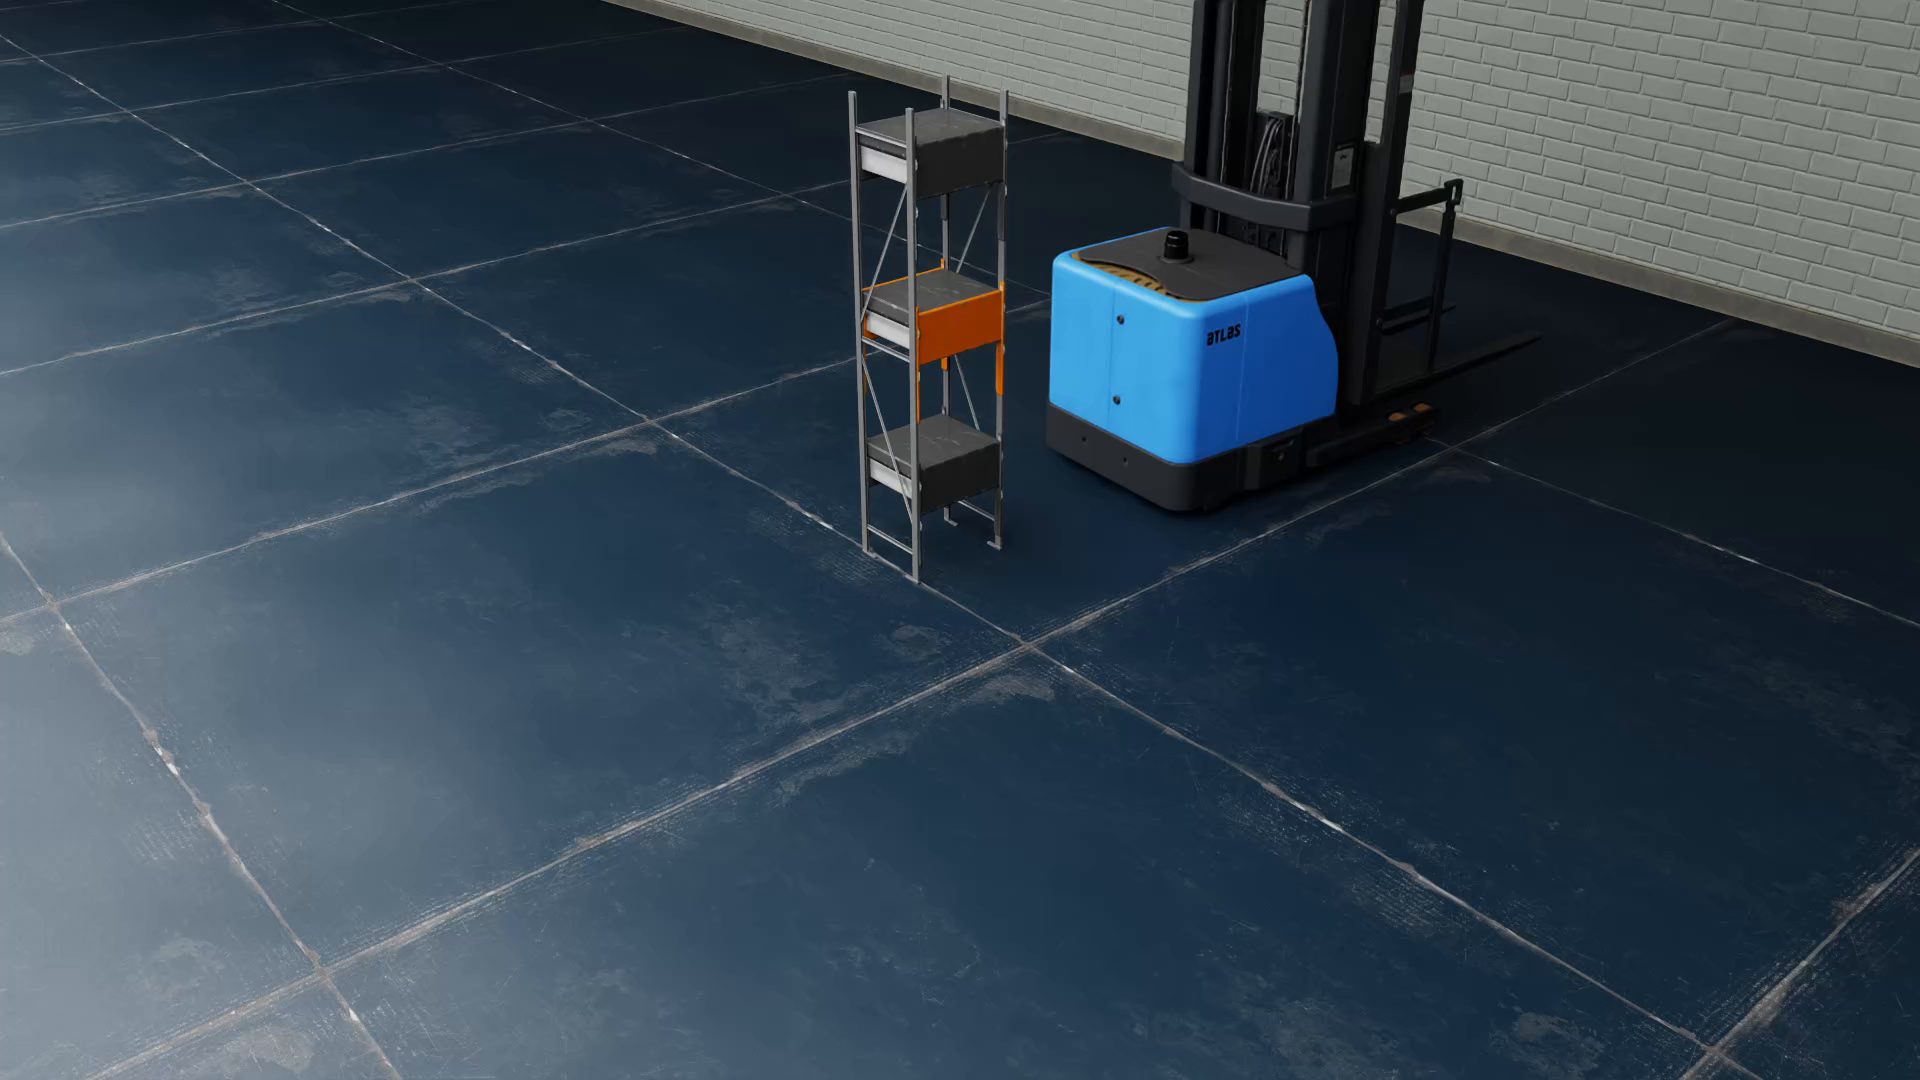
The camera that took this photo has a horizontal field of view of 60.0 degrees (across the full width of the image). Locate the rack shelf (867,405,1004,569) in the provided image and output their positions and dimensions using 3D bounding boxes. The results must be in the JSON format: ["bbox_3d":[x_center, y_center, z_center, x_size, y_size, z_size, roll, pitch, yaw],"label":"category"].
[{"bbox_3d":[-0.126,-0.246,7.497,0.480,0.518,0.431,-22,35,-35],"label":"rack shelf"}]

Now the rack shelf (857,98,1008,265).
[{"bbox_3d":[-0.126,-1.481,6.837,0.480,0.518,0.431,-22,35,-35],"label":"rack shelf"}]

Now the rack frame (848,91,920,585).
[{"bbox_3d":[-0.312,-0.801,7.021,0.015,2.100,0.400,-22,35,-35],"label":"rack frame"}]

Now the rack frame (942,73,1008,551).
[{"bbox_3d":[0.060,-0.950,7.300,0.015,2.100,0.400,-22,35,-35],"label":"rack frame"}]

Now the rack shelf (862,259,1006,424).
[{"bbox_3d":[-0.126,-0.863,7.167,0.480,0.518,0.431,-22,35,-35],"label":"rack shelf"}]

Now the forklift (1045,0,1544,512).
[{"bbox_3d":[1.919,-1.970,8.326,3.031,2.935,1.130,-19,34,-32],"label":"forklift"}]

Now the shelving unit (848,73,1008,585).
[{"bbox_3d":[-0.126,-0.875,7.160,0.503,2.100,0.431,-22,35,-35],"label":"shelving unit"}]
